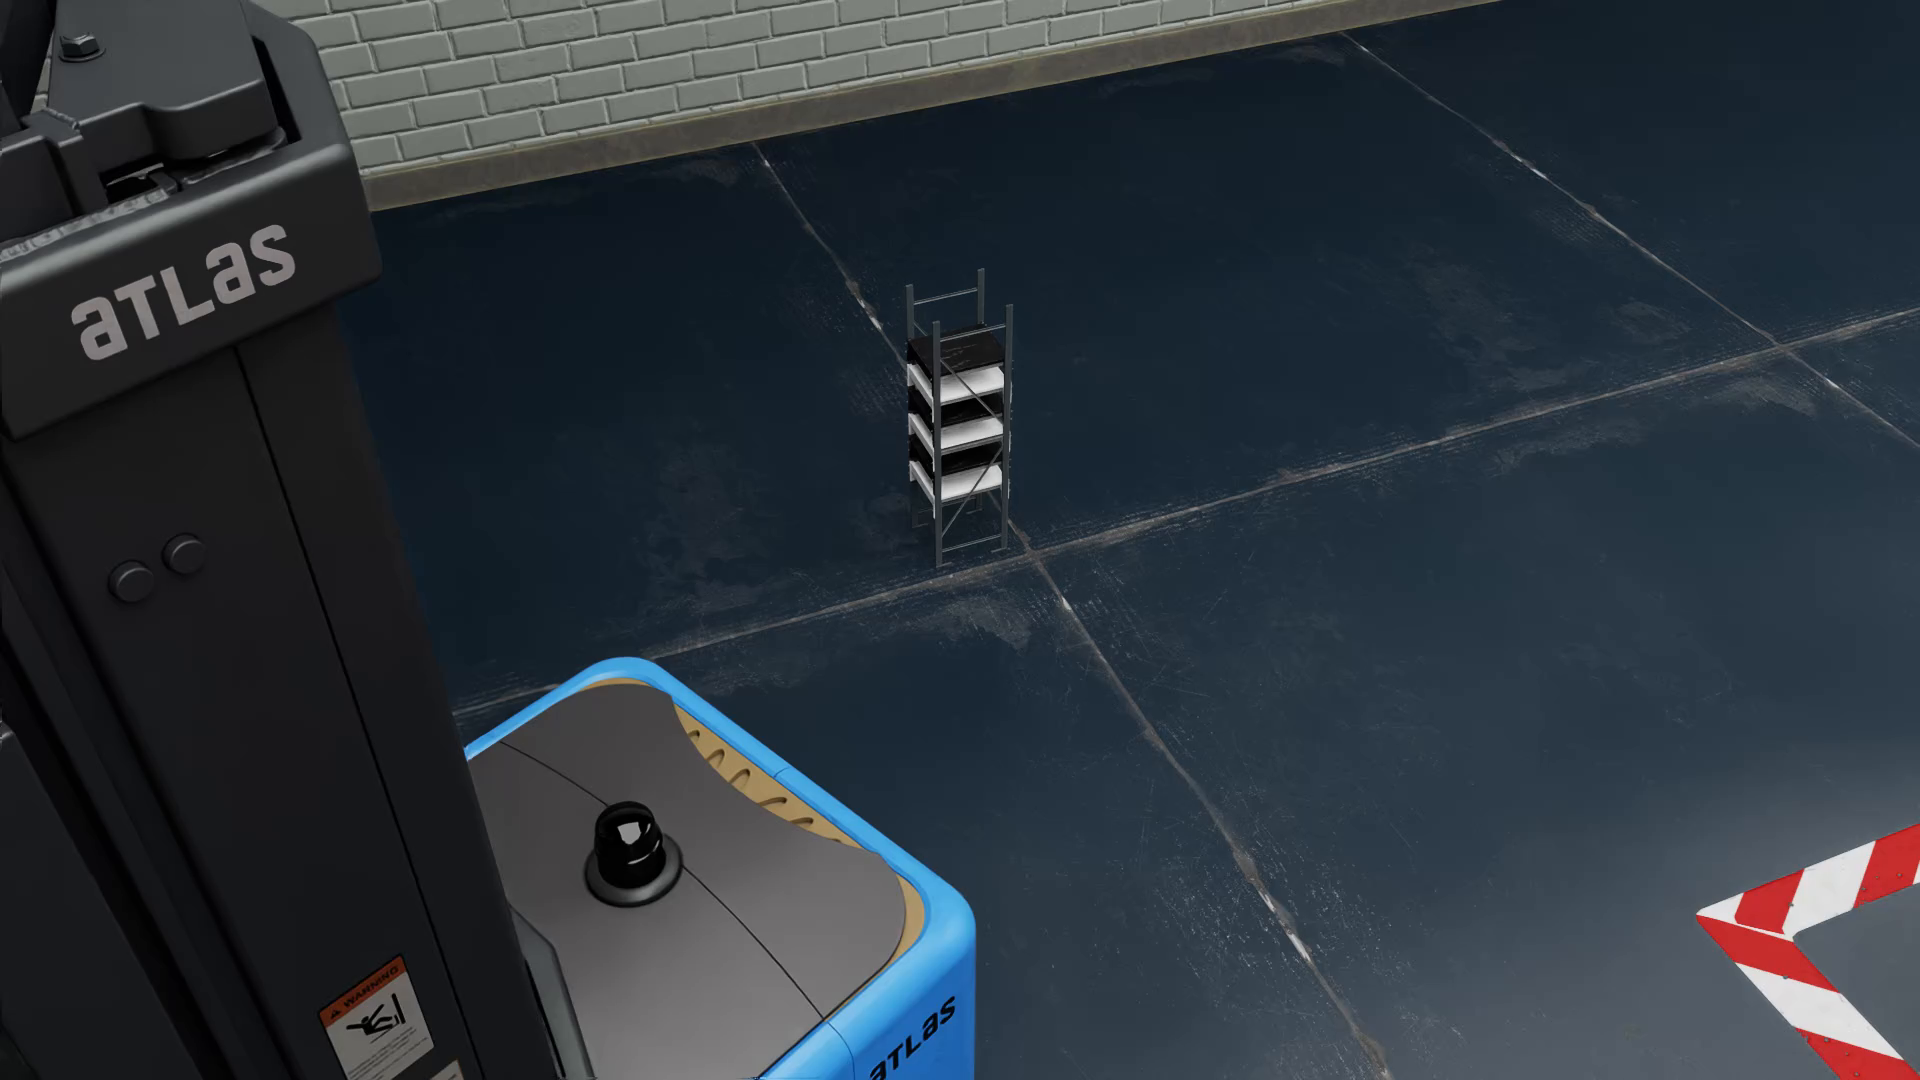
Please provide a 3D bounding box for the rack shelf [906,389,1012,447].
[{"bbox_3d":[-0.003,-0.389,4.925,0.258,0.077,0.200,-15,43,-17],"label":"rack shelf"}]

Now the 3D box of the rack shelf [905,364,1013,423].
[{"bbox_3d":[-0.003,-0.457,4.867,0.258,0.077,0.200,-15,43,-17],"label":"rack shelf"}]

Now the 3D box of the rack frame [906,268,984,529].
[{"bbox_3d":[-0.042,-0.407,5.034,0.240,0.900,0.006,-15,43,-17],"label":"rack frame"}]

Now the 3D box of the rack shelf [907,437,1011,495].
[{"bbox_3d":[-0.003,-0.253,5.043,0.258,0.077,0.200,-15,43,-17],"label":"rack shelf"}]

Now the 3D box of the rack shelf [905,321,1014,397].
[{"bbox_3d":[-0.003,-0.526,4.808,0.258,0.077,0.200,-15,43,-17],"label":"rack shelf"}]

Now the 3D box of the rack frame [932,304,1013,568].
[{"bbox_3d":[0.036,-0.285,4.891,0.240,0.900,0.006,-15,43,-17],"label":"rack frame"}]

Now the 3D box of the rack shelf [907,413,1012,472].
[{"bbox_3d":[-0.003,-0.321,4.984,0.258,0.077,0.200,-15,43,-17],"label":"rack shelf"}]

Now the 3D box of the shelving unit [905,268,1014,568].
[{"bbox_3d":[-0.003,-0.346,4.962,0.258,0.900,0.210,-15,43,-17],"label":"shelving unit"}]

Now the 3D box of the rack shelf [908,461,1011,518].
[{"bbox_3d":[-0.003,-0.184,5.101,0.258,0.077,0.200,-15,43,-17],"label":"rack shelf"}]

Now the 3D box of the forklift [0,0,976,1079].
[{"bbox_3d":[-1.326,0.831,2.036,1.130,2.935,3.031,31,50,31],"label":"forklift"}]
